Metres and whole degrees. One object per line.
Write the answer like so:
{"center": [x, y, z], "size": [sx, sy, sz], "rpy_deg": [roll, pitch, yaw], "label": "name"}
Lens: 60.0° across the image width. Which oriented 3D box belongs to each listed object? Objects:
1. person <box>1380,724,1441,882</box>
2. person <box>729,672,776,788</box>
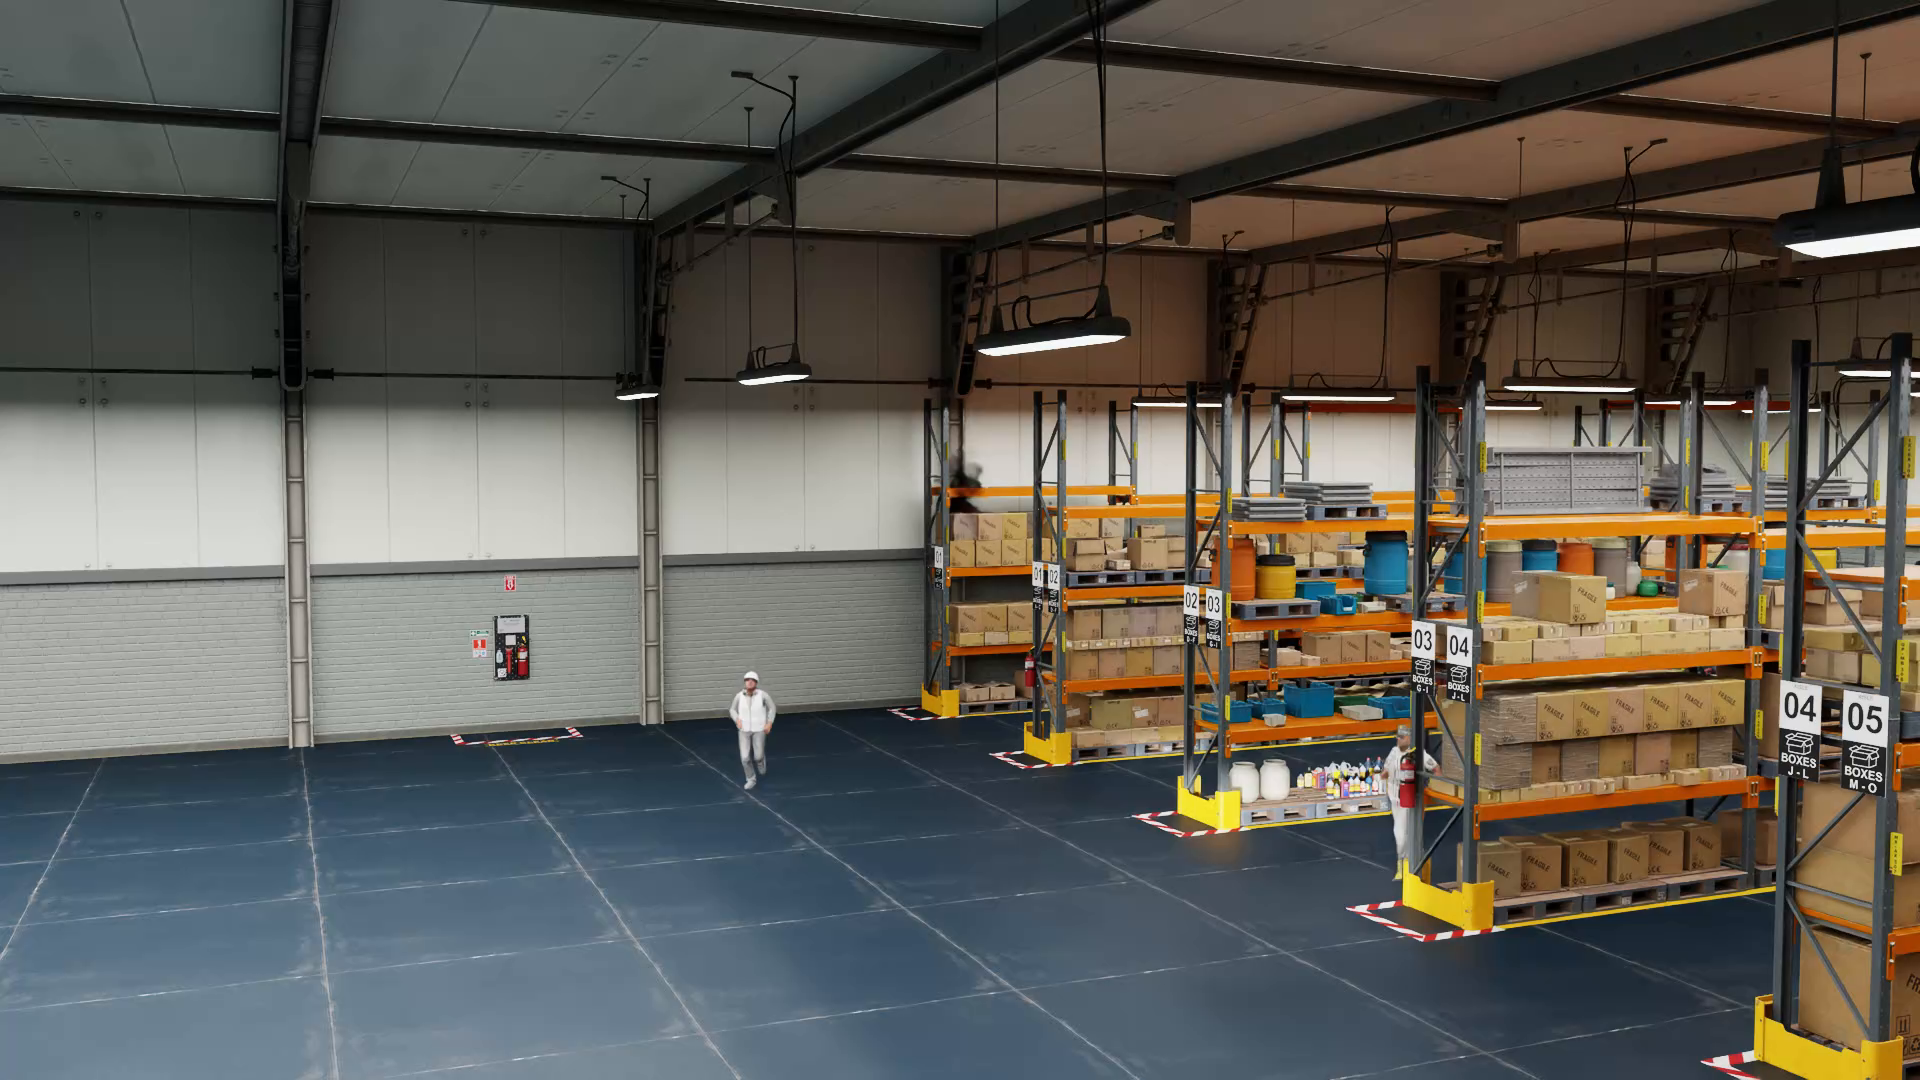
{"center": [5.311, 3.118, 19.818], "size": [0.738, 1.867, 0.669], "rpy_deg": [-2, 4, -28], "label": "person"}
{"center": [-3.117, 2.840, 24.951], "size": [0.691, 1.735, 0.609], "rpy_deg": [0, 3, 0], "label": "person"}
